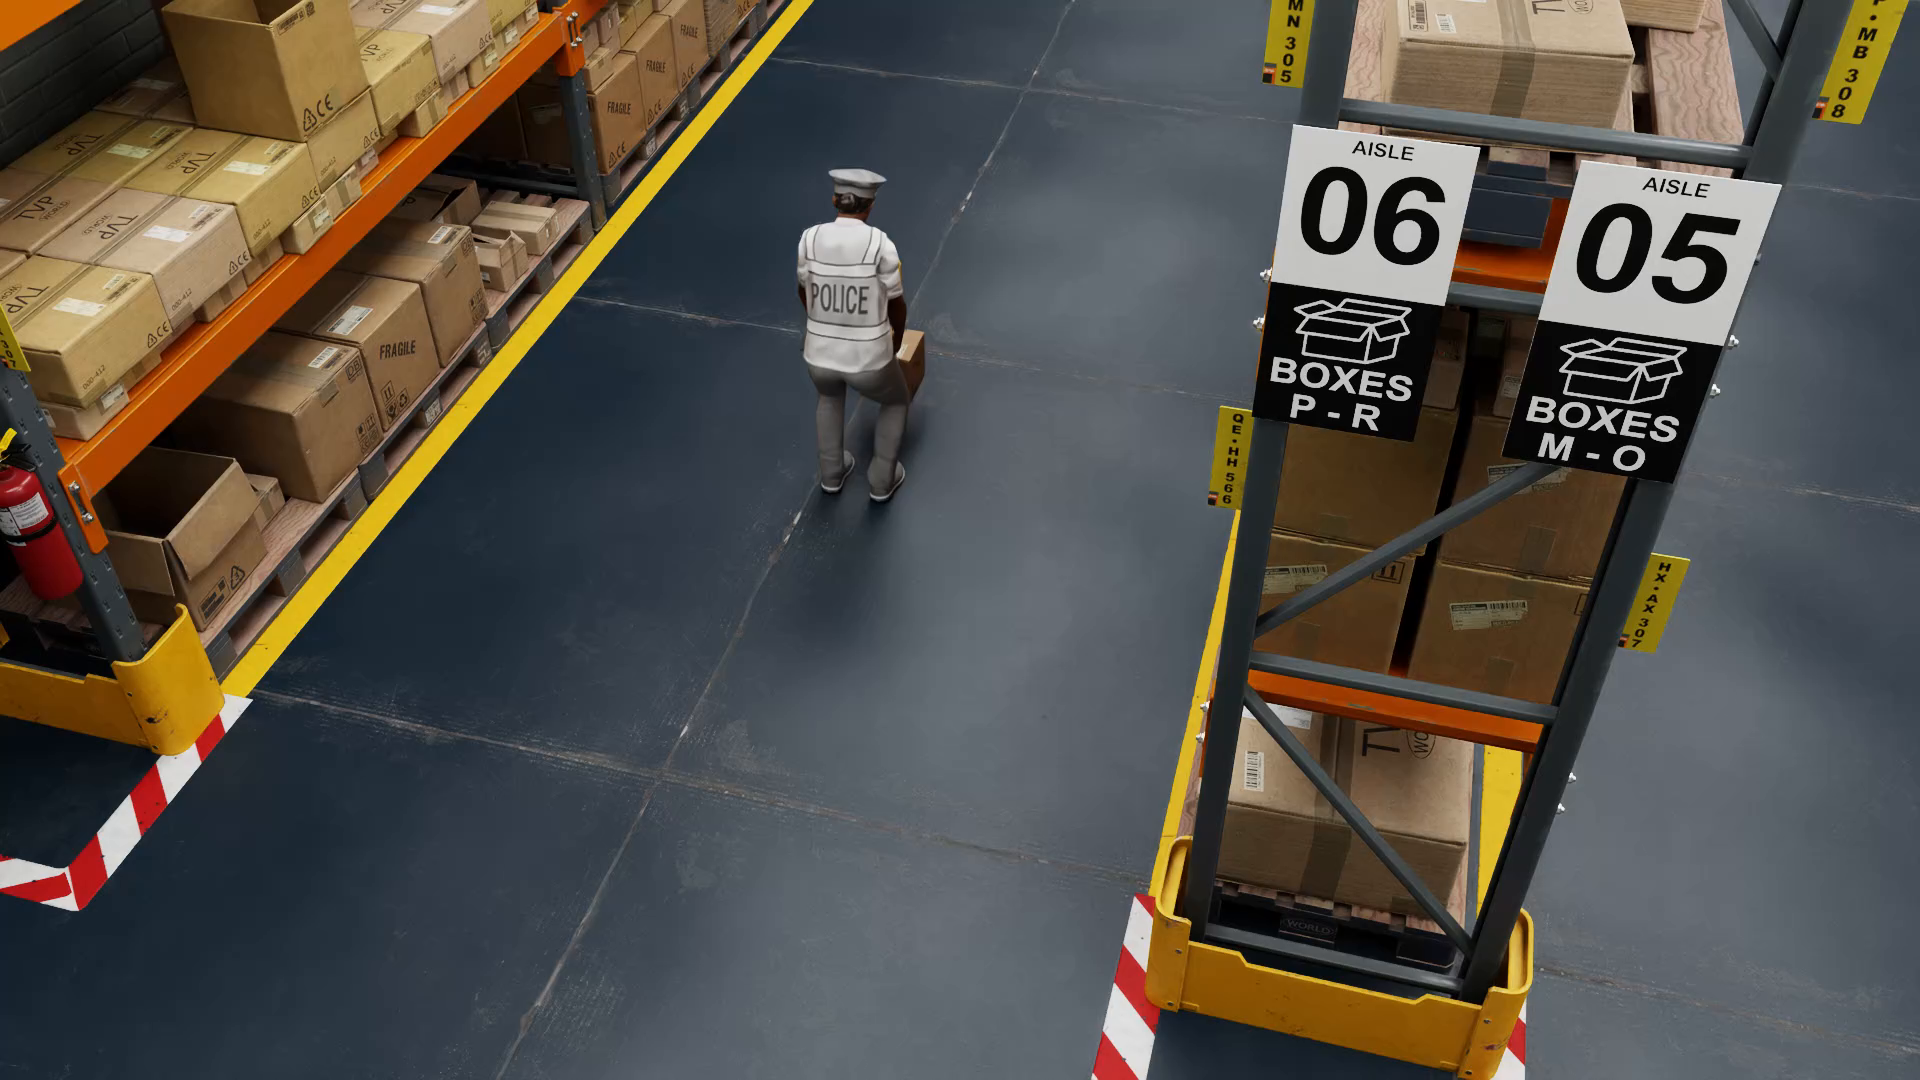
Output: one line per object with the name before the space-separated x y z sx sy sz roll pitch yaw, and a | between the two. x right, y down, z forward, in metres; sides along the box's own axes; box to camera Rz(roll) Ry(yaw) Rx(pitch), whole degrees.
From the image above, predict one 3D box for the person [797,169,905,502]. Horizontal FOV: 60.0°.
person | -0.467 -0.886 7.296 0.470 1.508 0.556 11 42 12
